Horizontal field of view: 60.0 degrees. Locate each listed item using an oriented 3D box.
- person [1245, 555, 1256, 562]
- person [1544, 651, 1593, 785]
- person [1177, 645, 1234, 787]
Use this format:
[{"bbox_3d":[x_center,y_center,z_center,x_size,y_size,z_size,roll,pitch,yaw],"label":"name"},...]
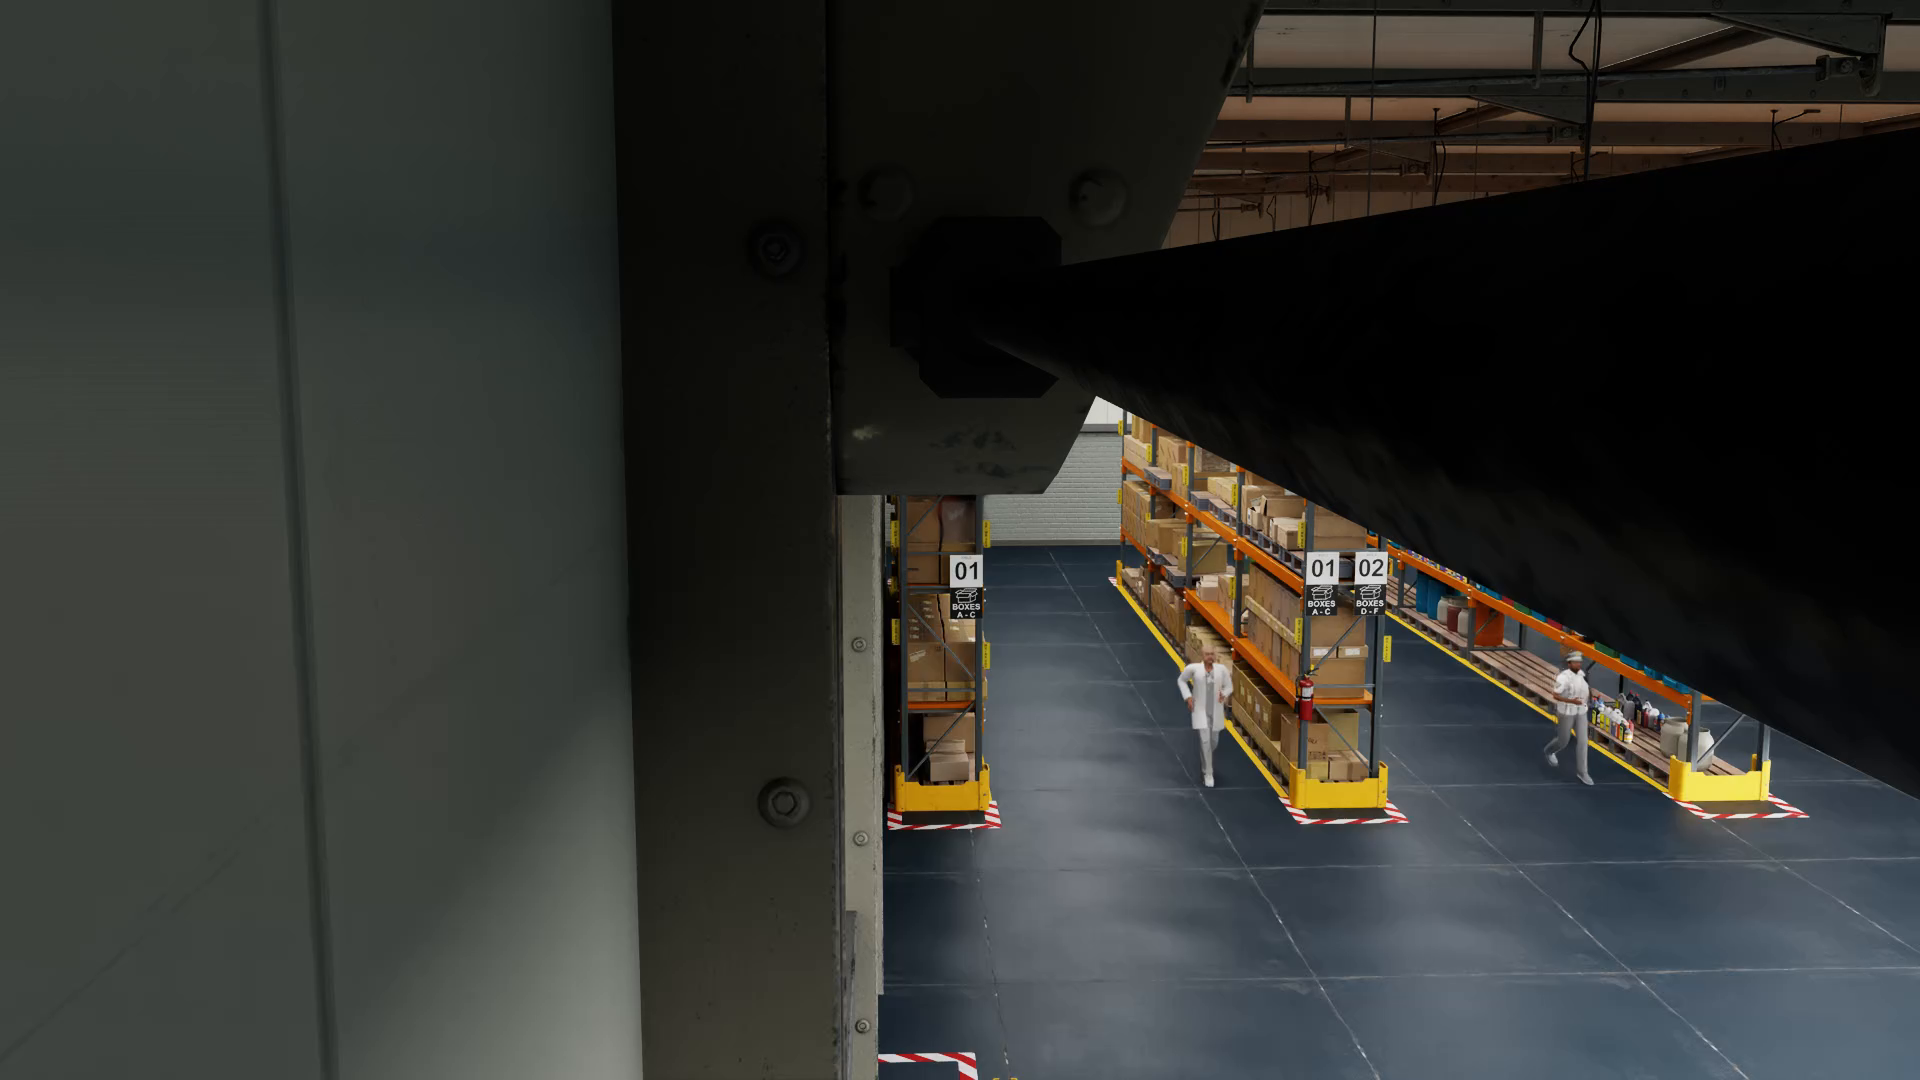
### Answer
[{"bbox_3d":[6.135,0.435,34.070,0.669,1.766,0.903,-1,9,-8],"label":"person"},{"bbox_3d":[8.018,2.277,21.805,0.579,1.699,0.923,-2,9,-14],"label":"person"},{"bbox_3d":[3.225,2.250,21.785,0.711,1.786,0.900,-1,8,-5],"label":"person"}]
